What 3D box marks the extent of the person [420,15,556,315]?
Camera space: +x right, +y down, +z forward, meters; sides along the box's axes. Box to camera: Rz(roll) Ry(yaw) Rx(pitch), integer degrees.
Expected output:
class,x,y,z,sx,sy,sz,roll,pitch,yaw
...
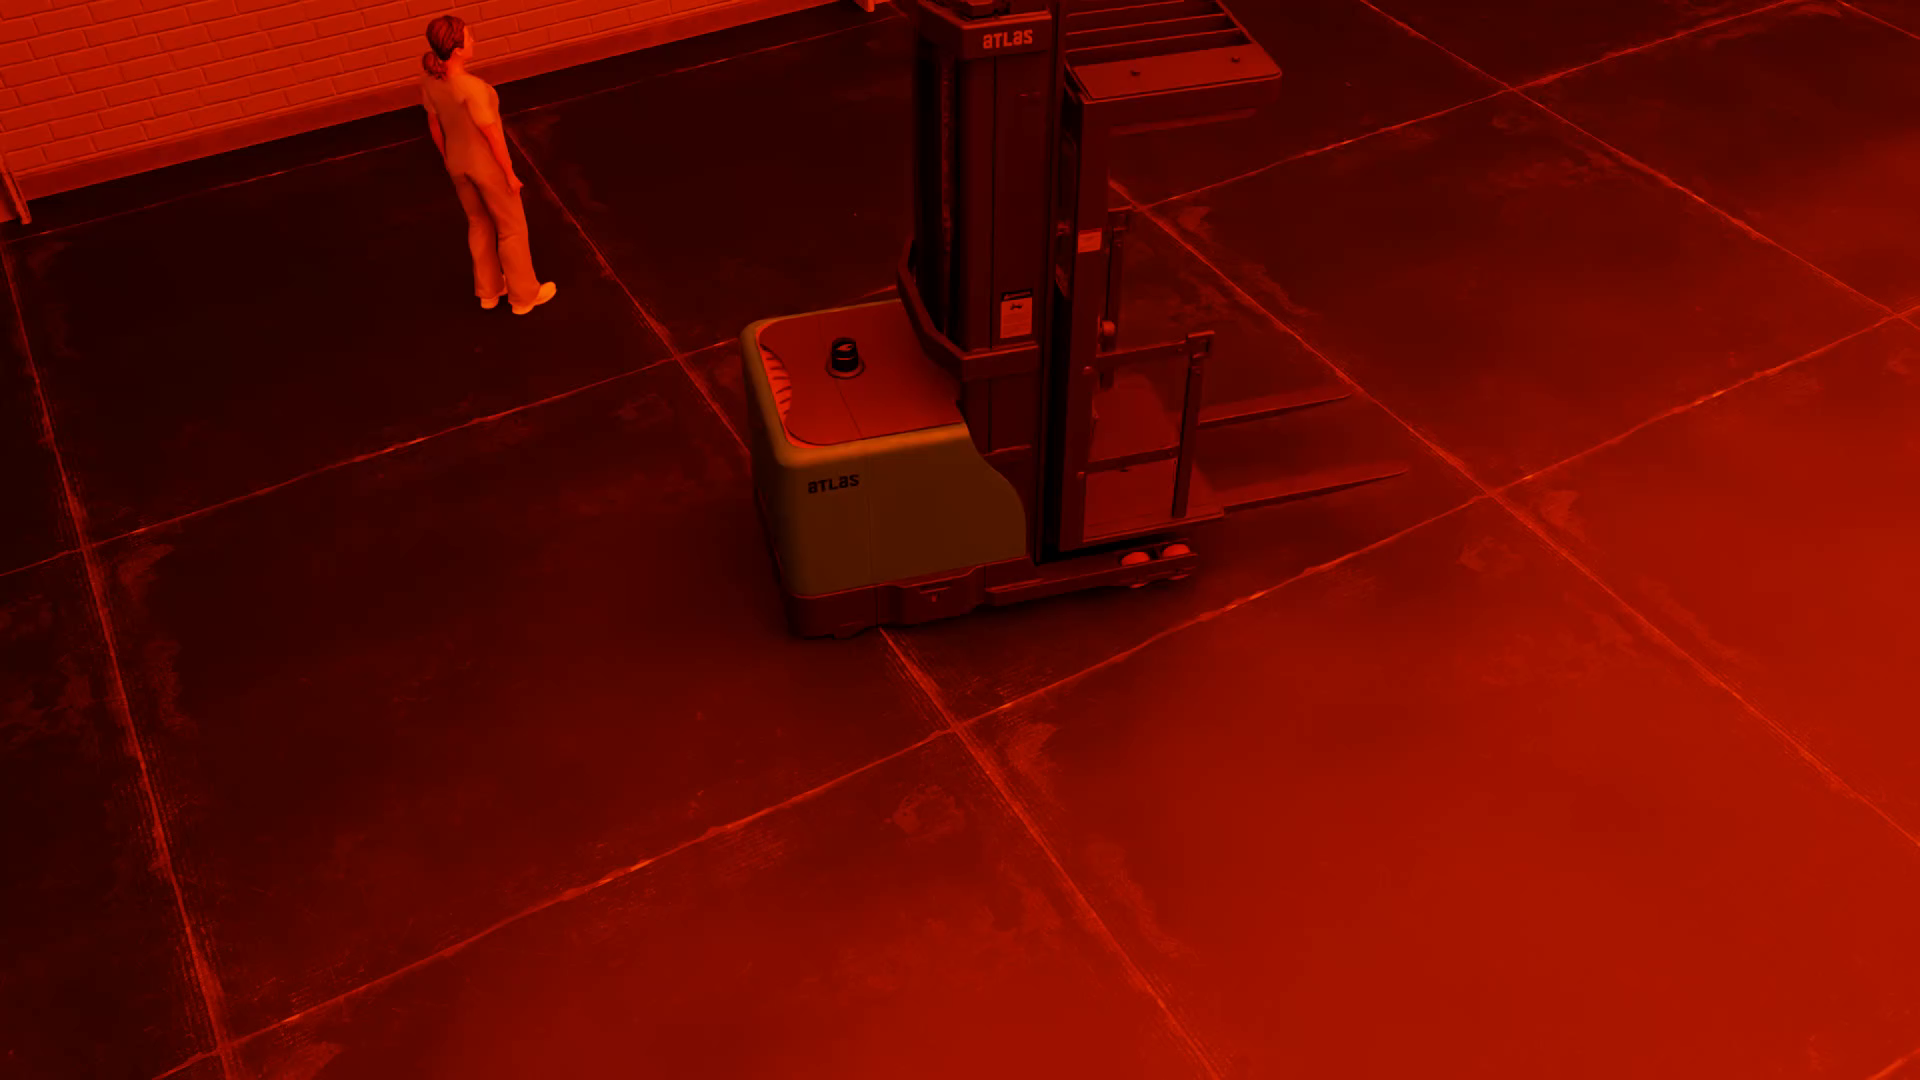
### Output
class,x,y,z,sx,sy,sz,roll,pitch,yaw
person,-2.505,-1.958,8.736,0.491,1.673,0.388,20,47,20

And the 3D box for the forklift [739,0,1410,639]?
class,x,y,z,sx,sy,sz,roll,pitch,yaw
forklift,0.591,-1.195,6.986,3.031,2.935,1.130,-11,44,-11
